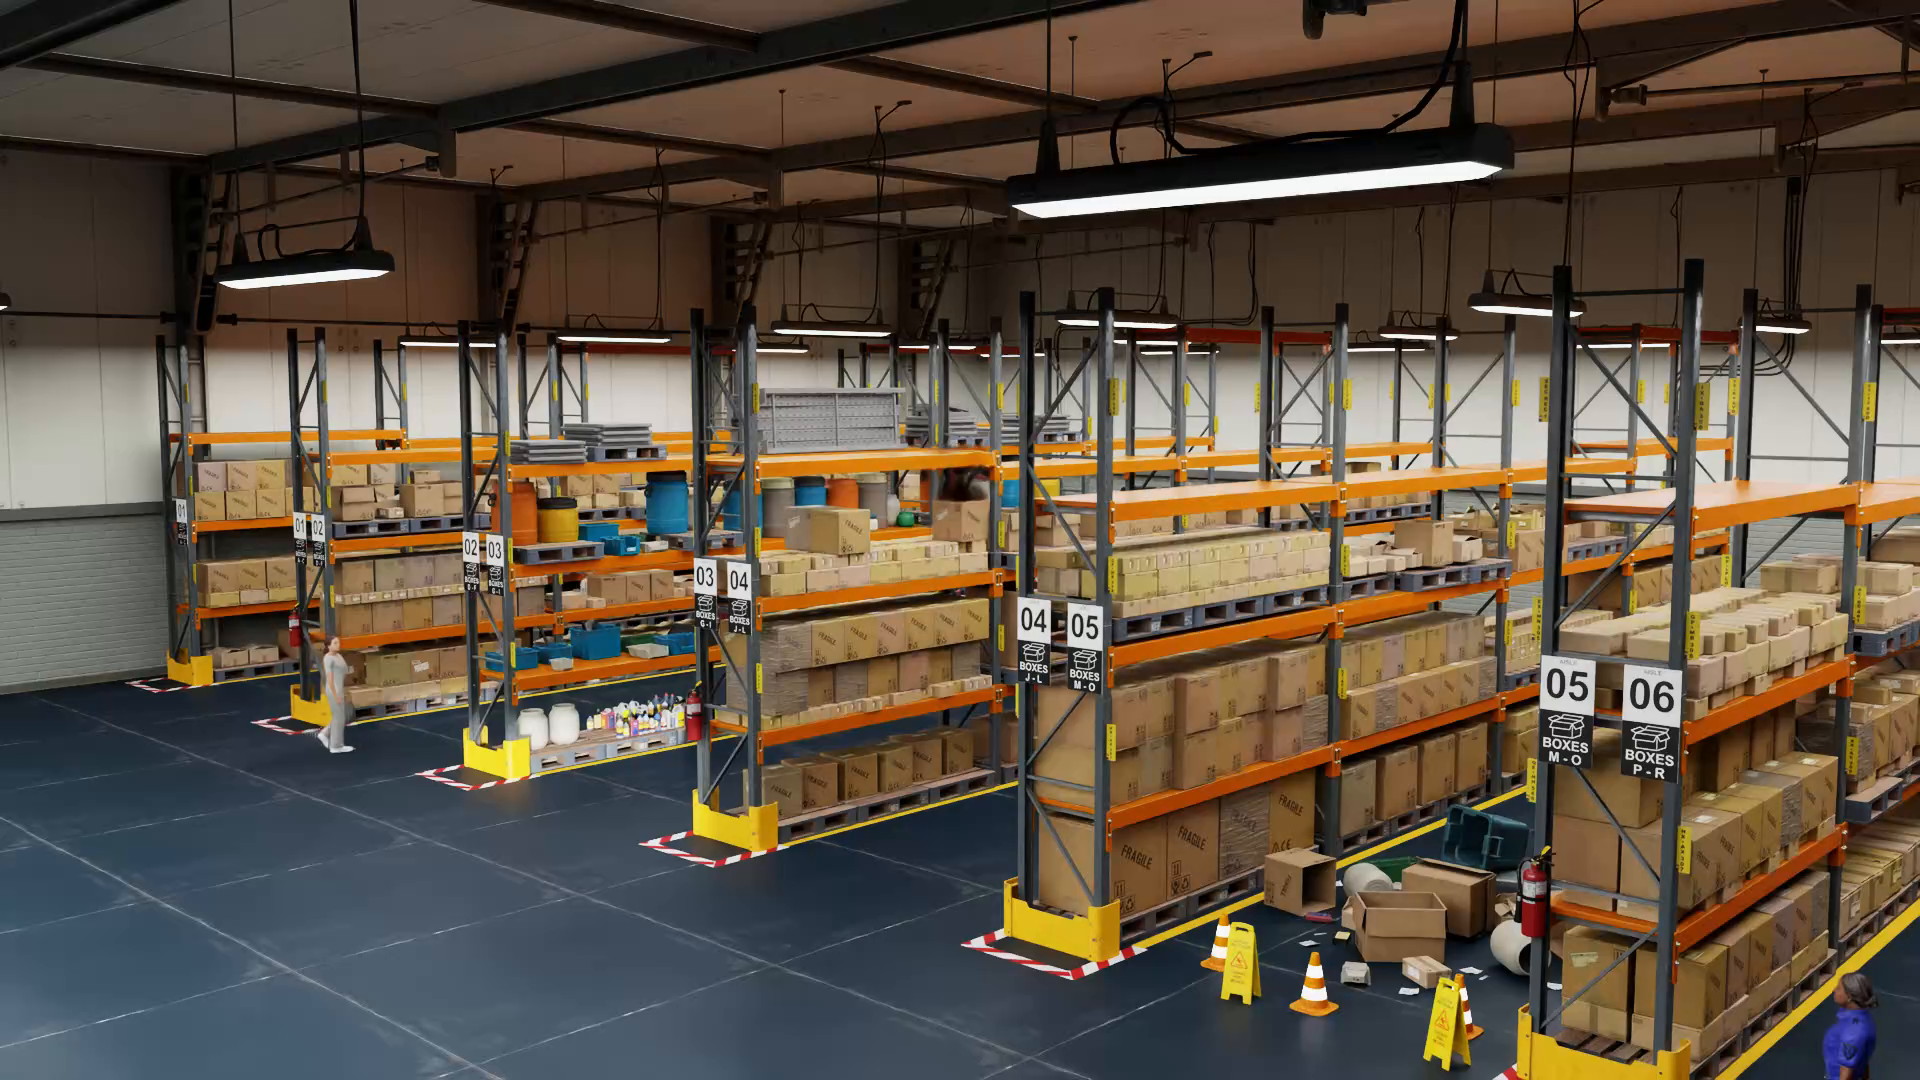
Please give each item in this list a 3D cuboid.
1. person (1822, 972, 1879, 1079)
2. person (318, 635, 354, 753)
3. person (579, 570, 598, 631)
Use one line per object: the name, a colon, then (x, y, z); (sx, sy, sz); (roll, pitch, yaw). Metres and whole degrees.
person: (5.387, 3.405, 10.018); (0.827, 1.632, 0.420); (2, 6, 19)
person: (-8.724, 2.143, 23.195); (0.485, 1.662, 0.456); (-2, 6, -21)
person: (-7.242, 1.284, 32.489); (0.431, 1.638, 0.958); (4, 7, 36)
